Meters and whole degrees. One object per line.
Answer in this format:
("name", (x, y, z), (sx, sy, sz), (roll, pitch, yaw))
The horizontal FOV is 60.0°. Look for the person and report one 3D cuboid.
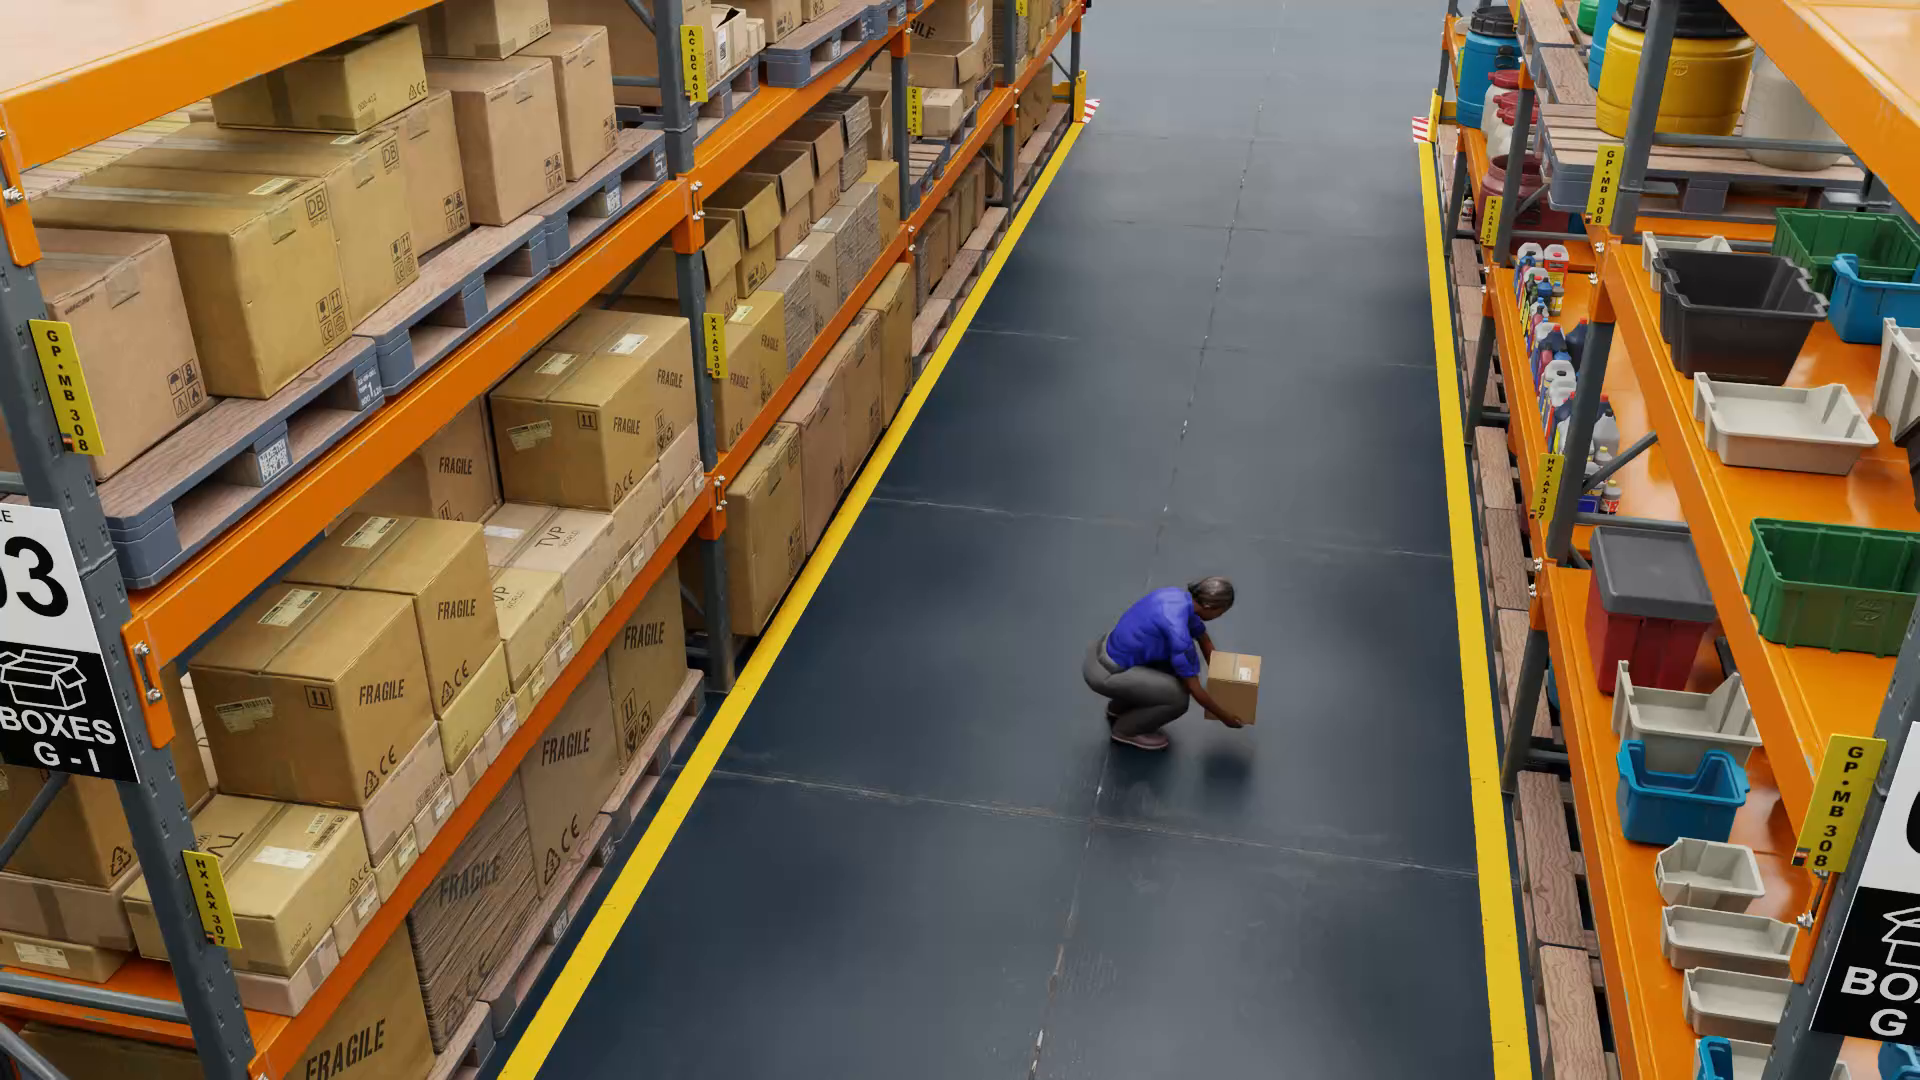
("person", (1.036, 0.589, 8.332), (0.826, 0.916, 0.505), (6, 30, 11))
